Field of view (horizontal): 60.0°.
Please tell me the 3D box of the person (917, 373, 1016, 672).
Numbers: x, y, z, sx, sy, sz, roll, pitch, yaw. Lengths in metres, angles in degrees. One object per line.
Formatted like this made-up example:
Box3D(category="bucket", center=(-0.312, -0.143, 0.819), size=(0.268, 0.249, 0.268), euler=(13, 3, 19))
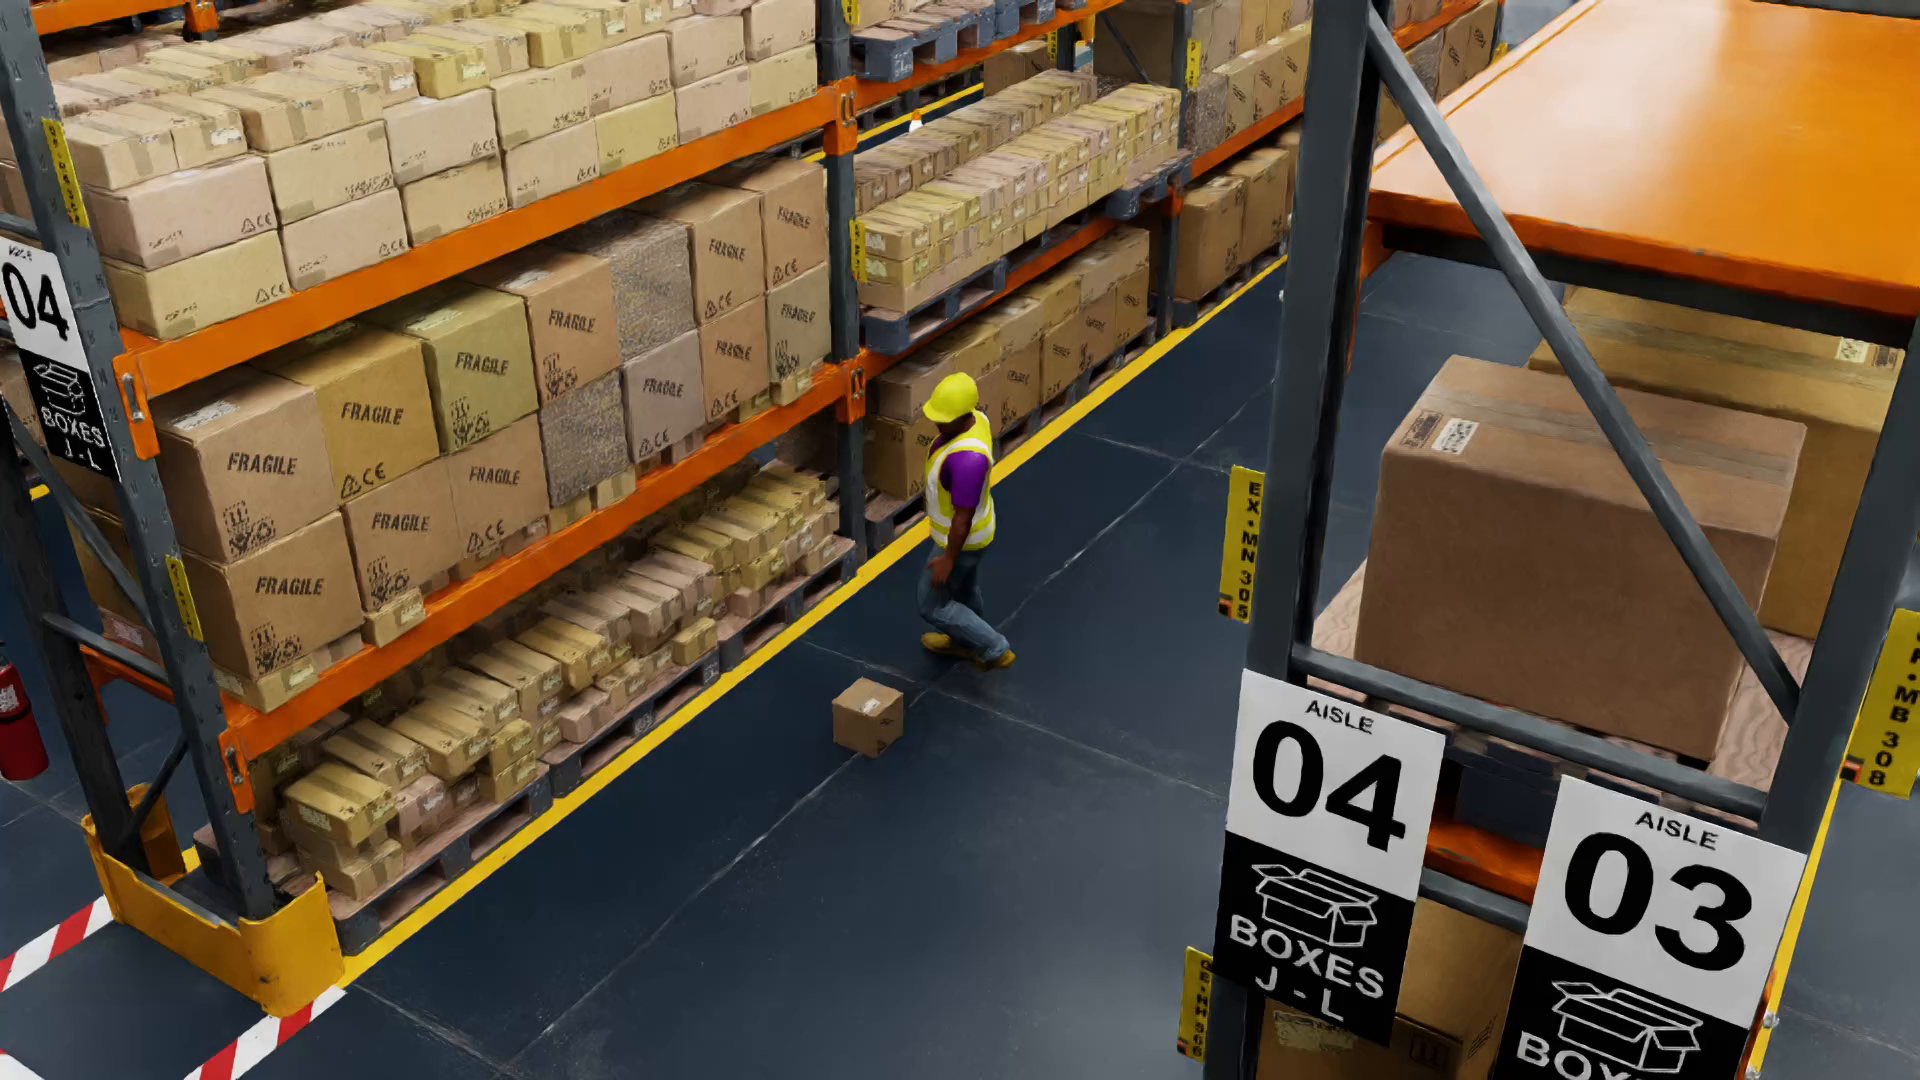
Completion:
Box3D(category="person", center=(0.031, -0.044, 8.229), size=(0.520, 1.757, 0.635), euler=(2, 30, 3))
